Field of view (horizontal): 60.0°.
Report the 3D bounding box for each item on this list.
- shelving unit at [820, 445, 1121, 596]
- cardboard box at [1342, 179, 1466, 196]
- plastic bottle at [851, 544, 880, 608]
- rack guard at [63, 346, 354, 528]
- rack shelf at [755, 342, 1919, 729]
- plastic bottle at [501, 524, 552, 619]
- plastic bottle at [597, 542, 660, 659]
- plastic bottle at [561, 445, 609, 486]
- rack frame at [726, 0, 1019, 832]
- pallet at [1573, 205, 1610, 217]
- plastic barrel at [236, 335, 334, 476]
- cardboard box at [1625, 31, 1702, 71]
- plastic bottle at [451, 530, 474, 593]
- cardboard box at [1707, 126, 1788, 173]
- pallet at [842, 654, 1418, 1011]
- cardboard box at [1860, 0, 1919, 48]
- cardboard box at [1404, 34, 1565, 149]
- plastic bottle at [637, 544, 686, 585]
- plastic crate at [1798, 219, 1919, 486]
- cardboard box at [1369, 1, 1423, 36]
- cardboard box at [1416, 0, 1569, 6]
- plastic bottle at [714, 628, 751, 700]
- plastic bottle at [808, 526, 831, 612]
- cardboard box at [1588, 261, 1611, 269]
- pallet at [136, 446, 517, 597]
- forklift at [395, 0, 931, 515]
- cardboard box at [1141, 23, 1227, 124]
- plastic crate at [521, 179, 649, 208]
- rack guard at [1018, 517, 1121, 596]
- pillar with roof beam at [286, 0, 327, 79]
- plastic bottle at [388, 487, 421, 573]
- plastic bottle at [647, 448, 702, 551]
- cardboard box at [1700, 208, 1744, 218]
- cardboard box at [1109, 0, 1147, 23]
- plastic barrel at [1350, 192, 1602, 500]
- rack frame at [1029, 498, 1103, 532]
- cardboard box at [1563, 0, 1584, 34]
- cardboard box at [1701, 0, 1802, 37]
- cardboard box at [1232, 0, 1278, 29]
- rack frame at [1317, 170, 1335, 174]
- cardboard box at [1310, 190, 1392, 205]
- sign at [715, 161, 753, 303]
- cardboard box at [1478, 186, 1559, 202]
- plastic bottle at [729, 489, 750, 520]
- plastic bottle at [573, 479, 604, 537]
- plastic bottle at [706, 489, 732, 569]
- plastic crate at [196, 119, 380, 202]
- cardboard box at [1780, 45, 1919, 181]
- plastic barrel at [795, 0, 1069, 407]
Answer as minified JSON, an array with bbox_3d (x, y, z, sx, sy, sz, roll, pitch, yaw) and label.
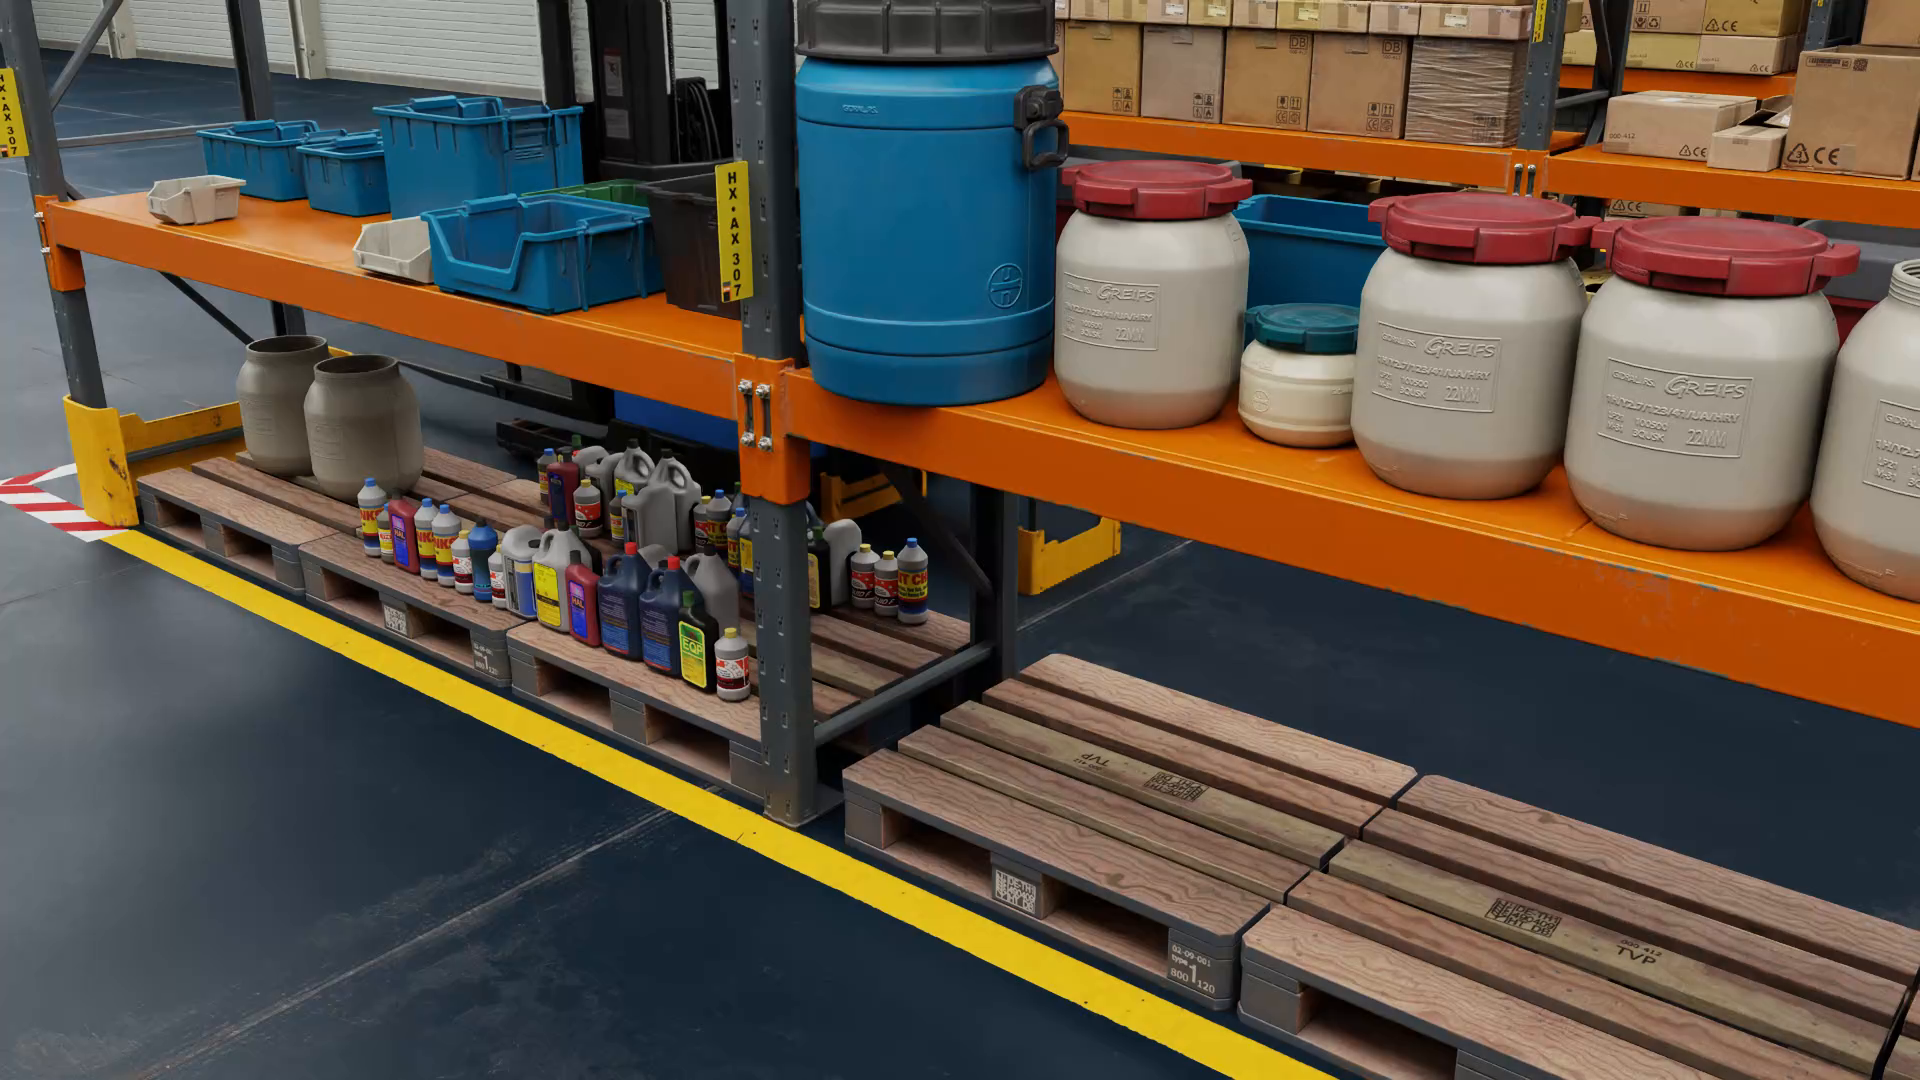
[{"bbox_3d":[0.034,-0.692,6.377,1.083,1.500,0.587,16,26,36],"label":"shelving unit"},{"bbox_3d":[2.399,-1.667,9.076,0.500,0.500,0.500,16,26,36],"label":"cardboard box"},{"bbox_3d":[-0.309,0.113,5.461,0.097,0.201,0.097,0,21,0],"label":"plastic bottle"},{"bbox_3d":[-3.193,-0.473,7.215,0.348,0.500,1.175,16,26,36],"label":"rack guard"},{"bbox_3d":[1.367,0.028,3.362,4.000,0.370,1.077,16,26,36],"label":"rack shelf"},{"bbox_3d":[-1.386,0.097,5.396,0.135,0.276,0.152,17,26,37],"label":"plastic bottle"},{"bbox_3d":[-1.012,0.171,5.093,0.185,0.351,0.144,15,25,34],"label":"plastic bottle"},{"bbox_3d":[-1.403,-0.225,6.250,0.135,0.276,0.152,16,26,37],"label":"plastic bottle"},{"bbox_3d":[-0.182,-0.754,4.418,0.127,3.000,1.000,16,26,36],"label":"rack frame"},{"bbox_3d":[4.590,-2.570,13.185,1.213,0.211,1.003,16,26,36],"label":"pallet"},{"bbox_3d":[-2.723,-0.553,6.815,0.421,0.512,0.421,0,21,0],"label":"plastic barrel"},{"bbox_3d":[5.143,-3.538,11.984,0.500,0.250,0.500,16,26,37],"label":"cardboard box"},{"bbox_3d":[-1.654,0.067,5.581,0.097,0.201,0.097,0,21,0],"label":"plastic bottle"},{"bbox_3d":[3.510,-1.737,7.378,0.250,0.149,0.380,16,26,36],"label":"cardboard box"},{"bbox_3d":[0.451,0.715,4.473,1.213,0.211,1.003,16,26,36],"label":"pallet"},{"bbox_3d":[6.455,-3.592,11.178,0.500,0.500,0.700,16,26,36],"label":"cardboard box"},{"bbox_3d":[2.605,-2.252,8.247,0.500,0.500,0.700,15,25,35],"label":"cardboard box"},{"bbox_3d":[-0.938,0.160,5.229,0.135,0.276,0.152,16,26,36],"label":"plastic bottle"},{"bbox_3d":[1.858,-0.336,3.218,0.583,0.464,0.402,16,26,36],"label":"plastic crate"},{"bbox_3d":[2.212,-2.574,8.181,0.250,0.149,0.380,15,25,35],"label":"cardboard box"},{"bbox_3d":[2.605,-2.859,8.018,0.500,0.500,0.700,16,26,37],"label":"cardboard box"},{"bbox_3d":[-0.660,0.353,4.823,0.097,0.201,0.097,0,21,0],"label":"plastic bottle"},{"bbox_3d":[-0.487,0.084,5.420,0.133,0.283,0.061,16,26,36],"label":"plastic bottle"},{"bbox_3d":[3.448,-1.268,8.287,0.500,0.311,0.500,16,26,36],"label":"cardboard box"},{"bbox_3d":[-2.567,-0.155,6.781,1.213,0.211,1.003,16,26,36],"label":"pallet"},{"bbox_3d":[-1.513,-1.844,7.403,3.031,2.935,1.130,16,26,36],"label":"forklift"},{"bbox_3d":[1.408,-2.595,9.156,0.500,0.500,0.700,17,27,38],"label":"cardboard box"},{"bbox_3d":[-1.055,-1.035,5.463,0.662,0.188,0.450,16,26,36],"label":"plastic crate"},{"bbox_3d":[0.420,0.004,6.303,0.087,0.250,0.587,16,26,36],"label":"rack guard"},{"bbox_3d":[-12.595,-10.082,20.649,0.400,9.000,9.100,16,26,36],"label":"pillar with roof beam"},{"bbox_3d":[-1.910,-0.037,5.740,0.133,0.283,0.061,17,26,37],"label":"plastic bottle"},{"bbox_3d":[-1.021,-0.151,5.949,0.185,0.351,0.144,16,26,36],"label":"plastic bottle"},{"bbox_3d":[5.649,-2.454,12.316,0.250,0.166,0.380,12,24,29],"label":"cardboard box"},{"bbox_3d":[1.021,-2.917,9.092,0.250,0.149,0.380,16,26,36],"label":"cardboard box"},{"bbox_3d":[0.989,-0.381,3.235,0.433,0.535,0.433,0,21,0],"label":"plastic barrel"},{"bbox_3d":[0.421,-0.580,6.082,0.032,1.500,0.500,16,26,36],"label":"rack frame"},{"bbox_3d":[2.867,-2.571,8.174,0.250,0.149,0.380,16,26,36],"label":"cardboard box"},{"bbox_3d":[5.520,-3.774,11.546,0.500,0.500,0.500,16,26,36],"label":"cardboard box"},{"bbox_3d":[1.624,-2.744,8.632,0.250,0.149,0.380,17,27,38],"label":"cardboard box"},{"bbox_3d":[2.983,-4.355,13.966,0.127,3.000,1.000,16,26,36],"label":"rack frame"},{"bbox_3d":[2.075,-1.527,8.705,0.500,0.500,0.500,16,26,36],"label":"cardboard box"},{"bbox_3d":[-0.539,-0.736,3.977,0.005,0.325,0.100,16,26,36],"label":"sign"},{"bbox_3d":[4.441,-2.908,13.047,0.500,0.500,0.700,14,25,33],"label":"cardboard box"},{"bbox_3d":[-0.691,-0.057,5.698,0.185,0.351,0.144,15,25,34],"label":"plastic bottle"},{"bbox_3d":[-1.360,-0.121,6.079,0.097,0.201,0.097,0,21,0],"label":"plastic bottle"},{"bbox_3d":[-0.829,-0.042,5.772,0.097,0.271,0.097,0,21,0],"label":"plastic bottle"},{"bbox_3d":[-2.704,-1.547,6.731,0.616,0.251,0.499,16,26,36],"label":"plastic crate"},{"bbox_3d":[3.945,-1.861,7.211,0.500,0.500,0.500,18,27,40],"label":"cardboard box"},{"bbox_3d":[-0.074,-0.820,3.881,0.708,0.901,0.600,16,26,36],"label":"plastic barrel"}]
